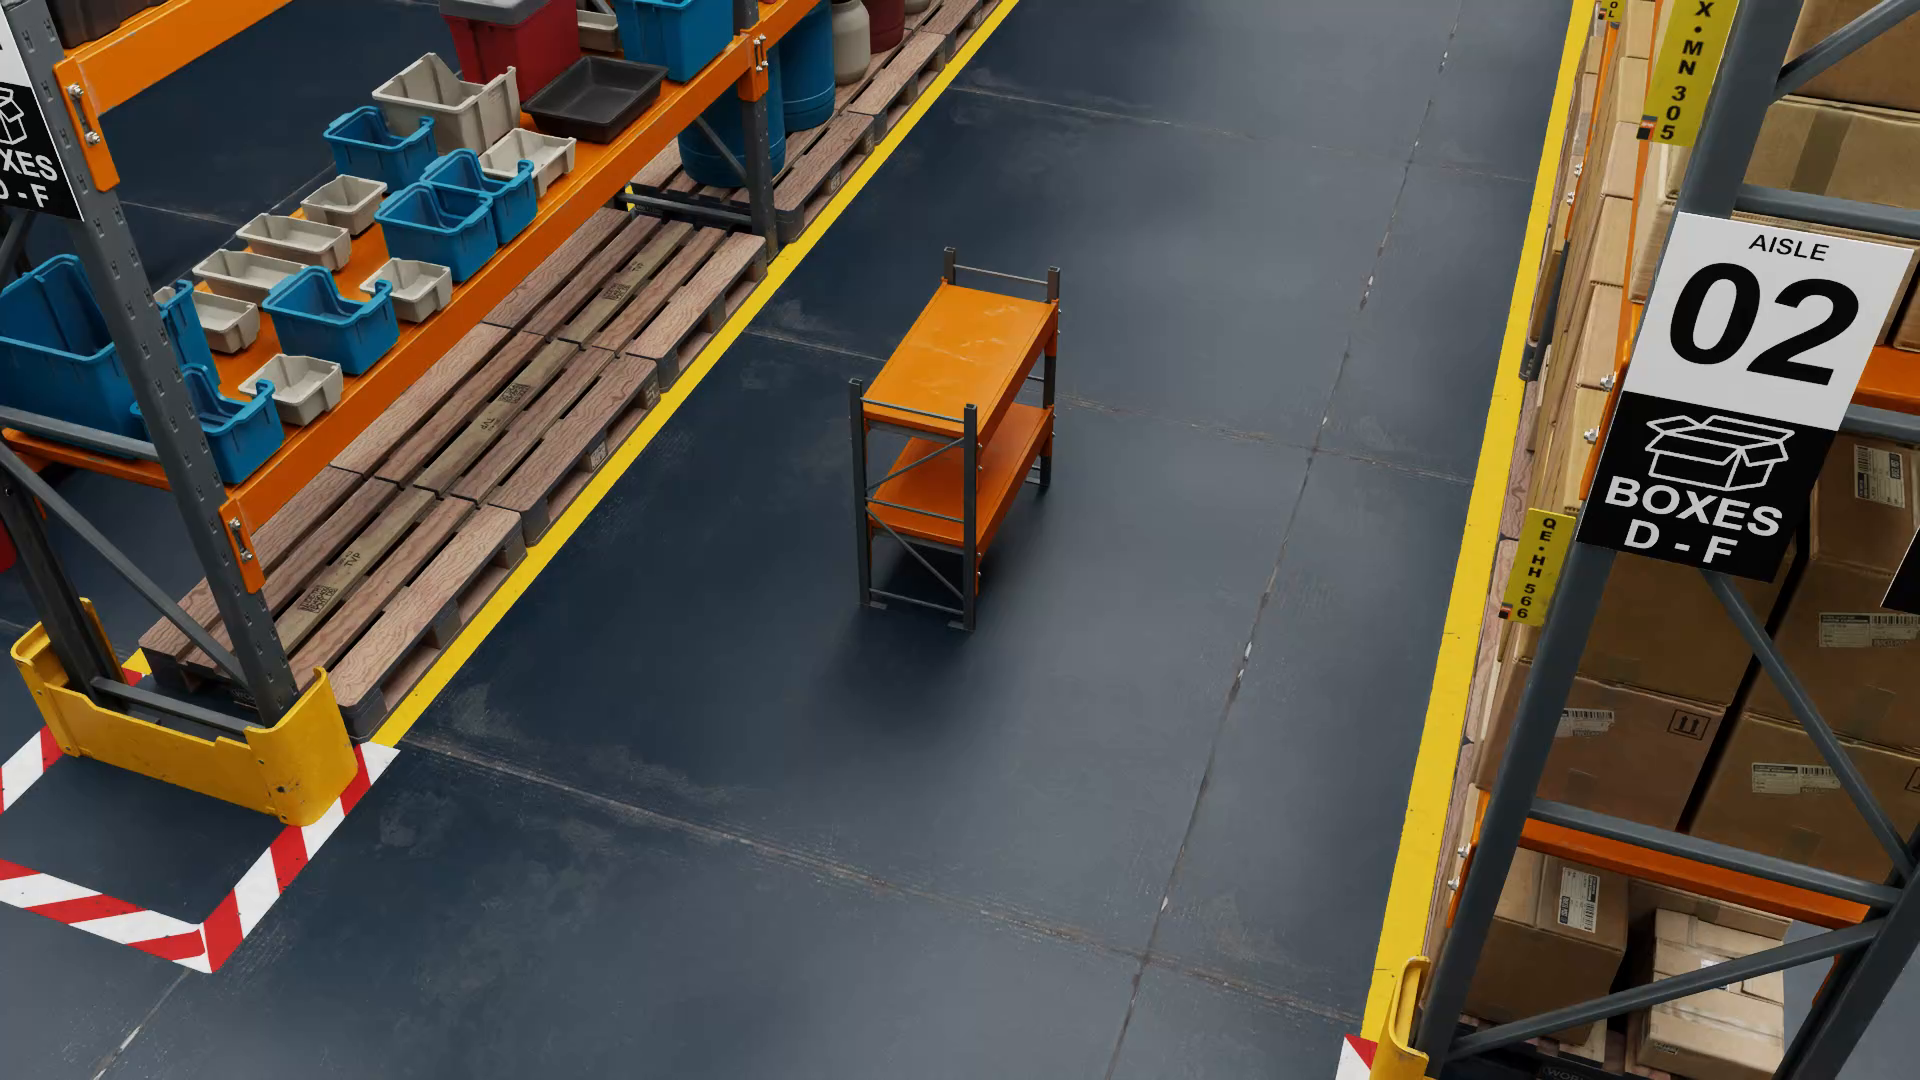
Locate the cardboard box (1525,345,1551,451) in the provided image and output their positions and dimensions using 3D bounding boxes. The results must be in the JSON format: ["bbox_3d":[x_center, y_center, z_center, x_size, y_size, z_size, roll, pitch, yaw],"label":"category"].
[{"bbox_3d":[2.826,-0.615,7.392,0.500,0.311,0.500,13,42,15],"label":"cardboard box"}]

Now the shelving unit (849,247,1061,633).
[{"bbox_3d":[-0.002,-0.424,6.880,0.538,1.125,1.048,13,42,15],"label":"shelving unit"}]

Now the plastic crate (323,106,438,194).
[{"bbox_3d":[-2.387,-1.609,6.907,0.416,0.233,0.300,13,42,15],"label":"plastic crate"}]

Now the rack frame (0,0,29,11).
[{"bbox_3d":[-2.848,-2.622,3.390,1.000,3.000,0.127,13,42,15],"label":"rack frame"}]

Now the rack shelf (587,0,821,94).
[{"bbox_3d":[-0.796,-3.726,9.860,1.077,0.370,4.000,13,42,15],"label":"rack shelf"}]

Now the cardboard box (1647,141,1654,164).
[{"bbox_3d":[1.915,-0.997,3.912,0.500,0.250,0.500,13,42,15],"label":"cardboard box"}]

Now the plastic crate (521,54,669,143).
[{"bbox_3d":[-1.611,-1.956,7.397,0.437,0.125,0.590,13,42,15],"label":"plastic crate"}]

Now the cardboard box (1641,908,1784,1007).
[{"bbox_3d":[2.357,1.341,5.212,0.380,0.166,0.250,13,42,15],"label":"cardboard box"}]

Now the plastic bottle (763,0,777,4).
[{"bbox_3d":[-0.954,-2.864,8.386,0.061,0.283,0.133,13,42,15],"label":"plastic bottle"}]

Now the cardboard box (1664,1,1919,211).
[{"bbox_3d":[1.742,-0.883,3.393,0.500,0.250,0.500,13,42,15],"label":"cardboard box"}]

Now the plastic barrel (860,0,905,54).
[{"bbox_3d":[-0.650,-3.471,10.541,0.600,0.588,0.708,13,42,15],"label":"plastic barrel"}]

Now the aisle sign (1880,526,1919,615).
[{"bbox_3d":[2.058,-0.121,3.077,0.394,0.787,0.004,13,42,15],"label":"aisle sign"}]

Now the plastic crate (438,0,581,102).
[{"bbox_3d":[-2.021,-2.338,7.584,0.402,0.464,0.583,13,42,15],"label":"plastic crate"}]

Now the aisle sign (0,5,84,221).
[{"bbox_3d":[-2.594,-1.219,4.365,0.394,0.787,0.004,13,42,15],"label":"aisle sign"}]

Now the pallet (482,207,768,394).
[{"bbox_3d":[-1.695,-1.262,8.566,1.003,0.211,1.213,13,42,15],"label":"pallet"}]

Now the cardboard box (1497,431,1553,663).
[{"bbox_3d":[1.877,0.073,4.777,0.500,0.500,0.500,14,42,15],"label":"cardboard box"}]

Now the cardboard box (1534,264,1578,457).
[{"bbox_3d":[2.225,-0.538,5.492,0.500,0.500,0.500,13,42,14],"label":"cardboard box"}]

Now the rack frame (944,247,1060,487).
[{"bbox_3d":[0.172,-0.734,7.243,0.500,1.125,0.032,13,42,15],"label":"rack frame"}]

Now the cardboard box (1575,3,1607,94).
[{"bbox_3d":[3.943,-2.799,9.807,0.500,0.500,0.500,12,42,14],"label":"cardboard box"}]

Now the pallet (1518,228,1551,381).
[{"bbox_3d":[3.416,-1.122,8.402,1.003,0.211,1.213,13,42,15],"label":"pallet"}]

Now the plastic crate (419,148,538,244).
[{"bbox_3d":[-1.901,-1.363,6.619,0.416,0.233,0.300,13,42,15],"label":"plastic crate"}]

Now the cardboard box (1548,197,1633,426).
[{"bbox_3d":[2.044,-0.615,4.812,0.500,0.500,0.500,14,43,16],"label":"cardboard box"}]

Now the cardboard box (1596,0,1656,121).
[{"bbox_3d":[2.748,-1.872,6.285,0.500,0.500,0.500,14,43,16],"label":"cardboard box"}]

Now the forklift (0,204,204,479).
[{"bbox_3d":[-4.595,-1.520,6.773,1.130,2.935,3.031,14,42,15],"label":"forklift"}]

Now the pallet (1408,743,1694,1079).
[{"bbox_3d":[2.103,1.290,5.576,1.003,0.211,1.213,13,42,15],"label":"pallet"}]

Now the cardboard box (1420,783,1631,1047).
[{"bbox_3d":[1.760,1.159,5.168,0.500,0.500,0.500,13,42,15],"label":"cardboard box"}]

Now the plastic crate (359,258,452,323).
[{"bbox_3d":[-2.035,-0.931,6.187,0.250,0.136,0.298,13,42,15],"label":"plastic crate"}]

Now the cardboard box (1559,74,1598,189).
[{"bbox_3d":[3.593,-2.175,9.075,0.500,0.500,0.500,12,42,14],"label":"cardboard box"}]

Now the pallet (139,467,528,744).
[{"bbox_3d":[-2.530,0.226,6.822,1.003,0.211,1.213,13,42,15],"label":"pallet"}]

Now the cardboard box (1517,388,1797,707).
[{"bbox_3d":[1.699,0.011,4.079,0.500,0.500,0.500,13,42,15],"label":"cardboard box"}]

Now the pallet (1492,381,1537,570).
[{"bbox_3d":[2.938,-0.199,7.320,1.003,0.211,1.213,13,42,15],"label":"pallet"}]

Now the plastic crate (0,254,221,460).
[{"bbox_3d":[-2.909,-0.622,5.594,0.616,0.435,0.499,13,42,15],"label":"plastic crate"}]

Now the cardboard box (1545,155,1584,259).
[{"bbox_3d":[3.250,-1.559,8.353,0.500,0.500,0.500,13,42,15],"label":"cardboard box"}]

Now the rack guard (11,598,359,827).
[{"bbox_3d":[-2.844,0.628,6.128,1.175,0.500,0.348,13,42,15],"label":"rack guard"}]

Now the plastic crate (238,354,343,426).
[{"bbox_3d":[-2.267,-0.517,5.702,0.250,0.136,0.298,13,42,15],"label":"plastic crate"}]

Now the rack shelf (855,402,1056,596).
[{"bbox_3d":[-0.002,-0.238,7.039,0.538,0.278,1.000,13,42,15],"label":"rack shelf"}]

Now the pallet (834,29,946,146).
[{"bbox_3d":[-0.762,-2.927,10.518,1.003,0.211,1.213,13,42,15],"label":"pallet"}]

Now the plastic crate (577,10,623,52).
[{"bbox_3d":[-1.774,-2.450,7.968,0.396,0.136,0.243,13,42,15],"label":"plastic crate"}]

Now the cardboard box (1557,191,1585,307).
[{"bbox_3d":[2.571,-1.153,6.213,0.500,0.500,0.500,14,42,16],"label":"cardboard box"}]

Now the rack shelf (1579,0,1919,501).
[{"bbox_3d":[2.489,-1.326,4.736,1.077,0.370,4.000,13,42,15],"label":"rack shelf"}]

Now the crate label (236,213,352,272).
[{"bbox_3d":[-2.554,-1.149,6.443,0.396,0.136,0.243,13,42,15],"label":"crate label"}]

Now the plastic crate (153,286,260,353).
[{"bbox_3d":[-2.739,-0.800,6.034,0.396,0.136,0.243,13,42,15],"label":"plastic crate"}]

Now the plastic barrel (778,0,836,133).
[{"bbox_3d":[-1.036,-2.901,9.632,0.600,0.901,0.708,13,42,15],"label":"plastic barrel"}]

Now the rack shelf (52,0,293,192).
[{"bbox_3d":[-2.164,-2.427,6.027,1.077,0.370,4.000,13,42,15],"label":"rack shelf"}]

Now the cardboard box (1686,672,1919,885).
[{"bbox_3d":[2.205,0.511,4.262,0.500,0.500,0.500,14,42,16],"label":"cardboard box"}]

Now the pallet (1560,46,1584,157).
[{"bbox_3d":[4.250,-2.610,10.147,1.003,0.211,1.213,13,42,15],"label":"pallet"}]

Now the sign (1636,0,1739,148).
[{"bbox_3d":[1.291,-0.852,2.944,0.100,0.325,0.005,13,42,15],"label":"sign"}]

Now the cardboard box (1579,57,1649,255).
[{"bbox_3d":[2.395,-1.243,5.549,0.500,0.500,0.500,12,42,14],"label":"cardboard box"}]

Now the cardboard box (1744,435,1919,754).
[{"bbox_3d":[2.205,0.131,3.938,0.500,0.500,0.500,15,43,16],"label":"cardboard box"}]

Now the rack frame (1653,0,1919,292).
[{"bbox_3d":[1.805,-1.521,2.099,1.000,3.000,0.127,13,42,15],"label":"rack frame"}]

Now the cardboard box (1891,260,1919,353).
[{"bbox_3d":[2.220,-0.579,3.422,0.500,0.250,0.500,13,42,15],"label":"cardboard box"}]

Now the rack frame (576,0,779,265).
[{"bbox_3d":[-1.480,-2.780,8.197,1.000,3.000,0.127,13,42,15],"label":"rack frame"}]
